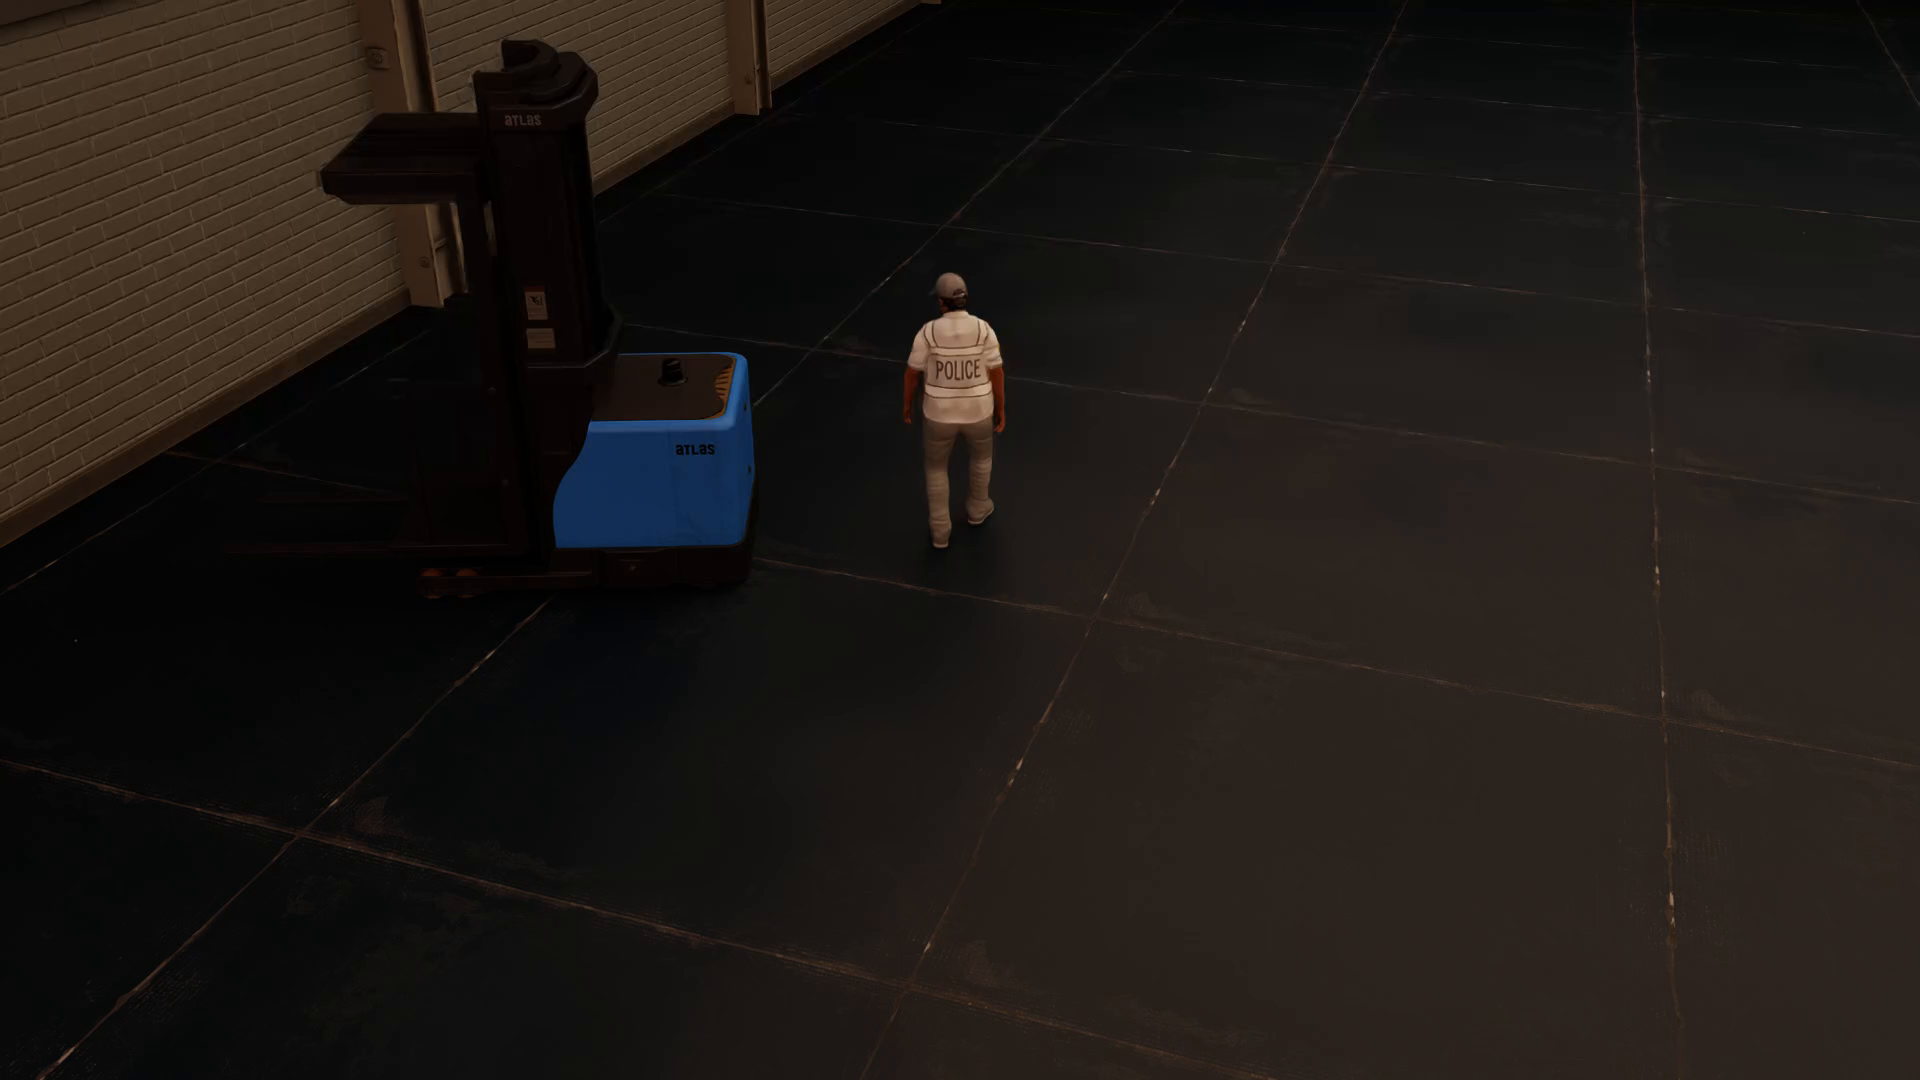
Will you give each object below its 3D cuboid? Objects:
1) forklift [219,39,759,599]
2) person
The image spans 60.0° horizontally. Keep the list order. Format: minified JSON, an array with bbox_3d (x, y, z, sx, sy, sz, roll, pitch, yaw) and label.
[{"bbox_3d":[-2.748,-1.203,9.247,3.031,2.935,1.130,-1,30,-2],"label":"forklift"},{"bbox_3d":[-0.038,-0.790,9.825,0.605,1.645,0.557,-3,30,-6],"label":"person"}]
